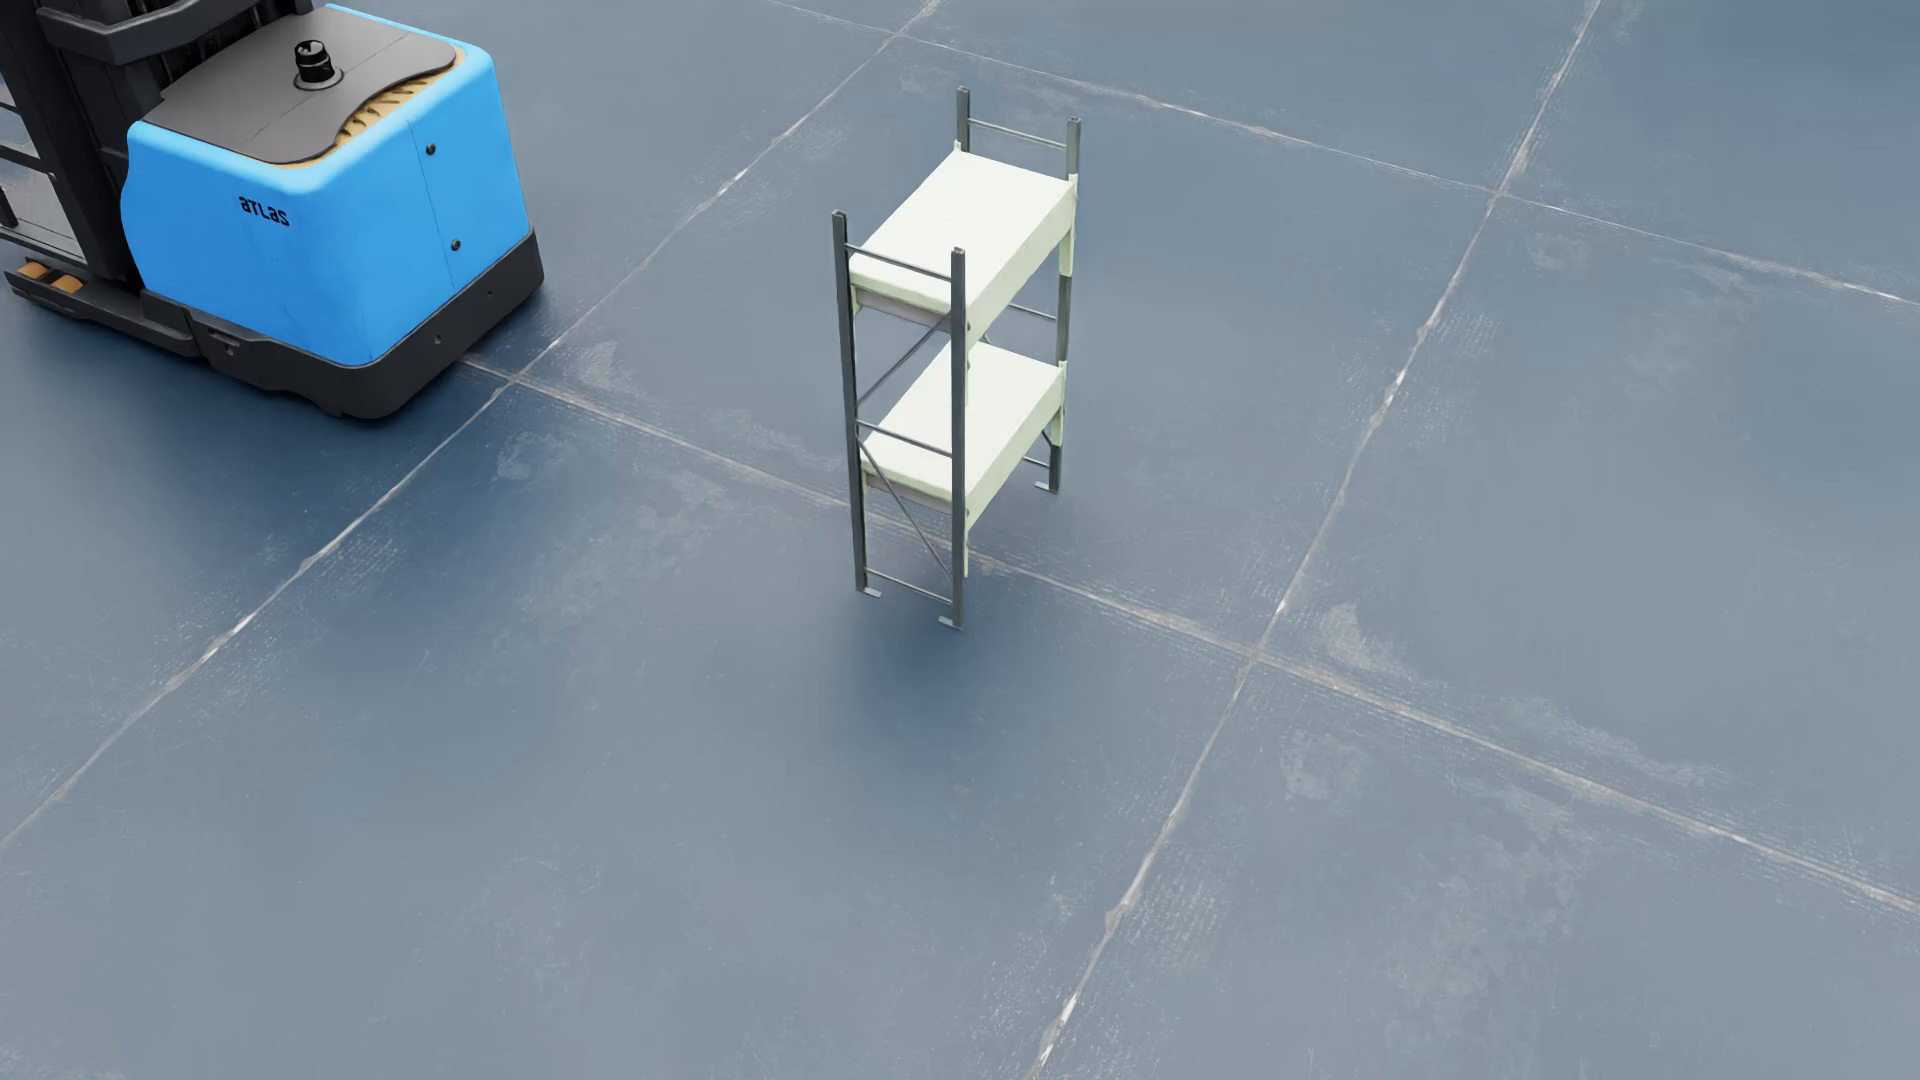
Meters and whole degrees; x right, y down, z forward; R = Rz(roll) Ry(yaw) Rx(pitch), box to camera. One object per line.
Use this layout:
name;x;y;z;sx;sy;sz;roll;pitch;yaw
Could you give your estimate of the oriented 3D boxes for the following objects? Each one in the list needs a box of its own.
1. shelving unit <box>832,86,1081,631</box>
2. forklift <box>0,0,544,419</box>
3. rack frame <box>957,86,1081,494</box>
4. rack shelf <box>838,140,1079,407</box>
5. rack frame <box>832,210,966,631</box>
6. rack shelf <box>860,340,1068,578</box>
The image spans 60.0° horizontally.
shelving unit;0.003;-0.531;5.221;0.431;1.500;0.755;20;49;19
forklift;-3.219;-2.224;5.887;3.031;2.935;1.130;20;49;19
rack frame;0.173;-0.762;5.449;0.400;1.500;0.023;20;49;19
rack shelf;0.003;-0.806;4.943;0.431;0.370;0.720;20;49;19
rack frame;-0.167;-0.301;4.993;0.400;1.500;0.023;20;49;19
rack shelf;0.003;-0.302;5.453;0.431;0.370;0.720;20;49;19
